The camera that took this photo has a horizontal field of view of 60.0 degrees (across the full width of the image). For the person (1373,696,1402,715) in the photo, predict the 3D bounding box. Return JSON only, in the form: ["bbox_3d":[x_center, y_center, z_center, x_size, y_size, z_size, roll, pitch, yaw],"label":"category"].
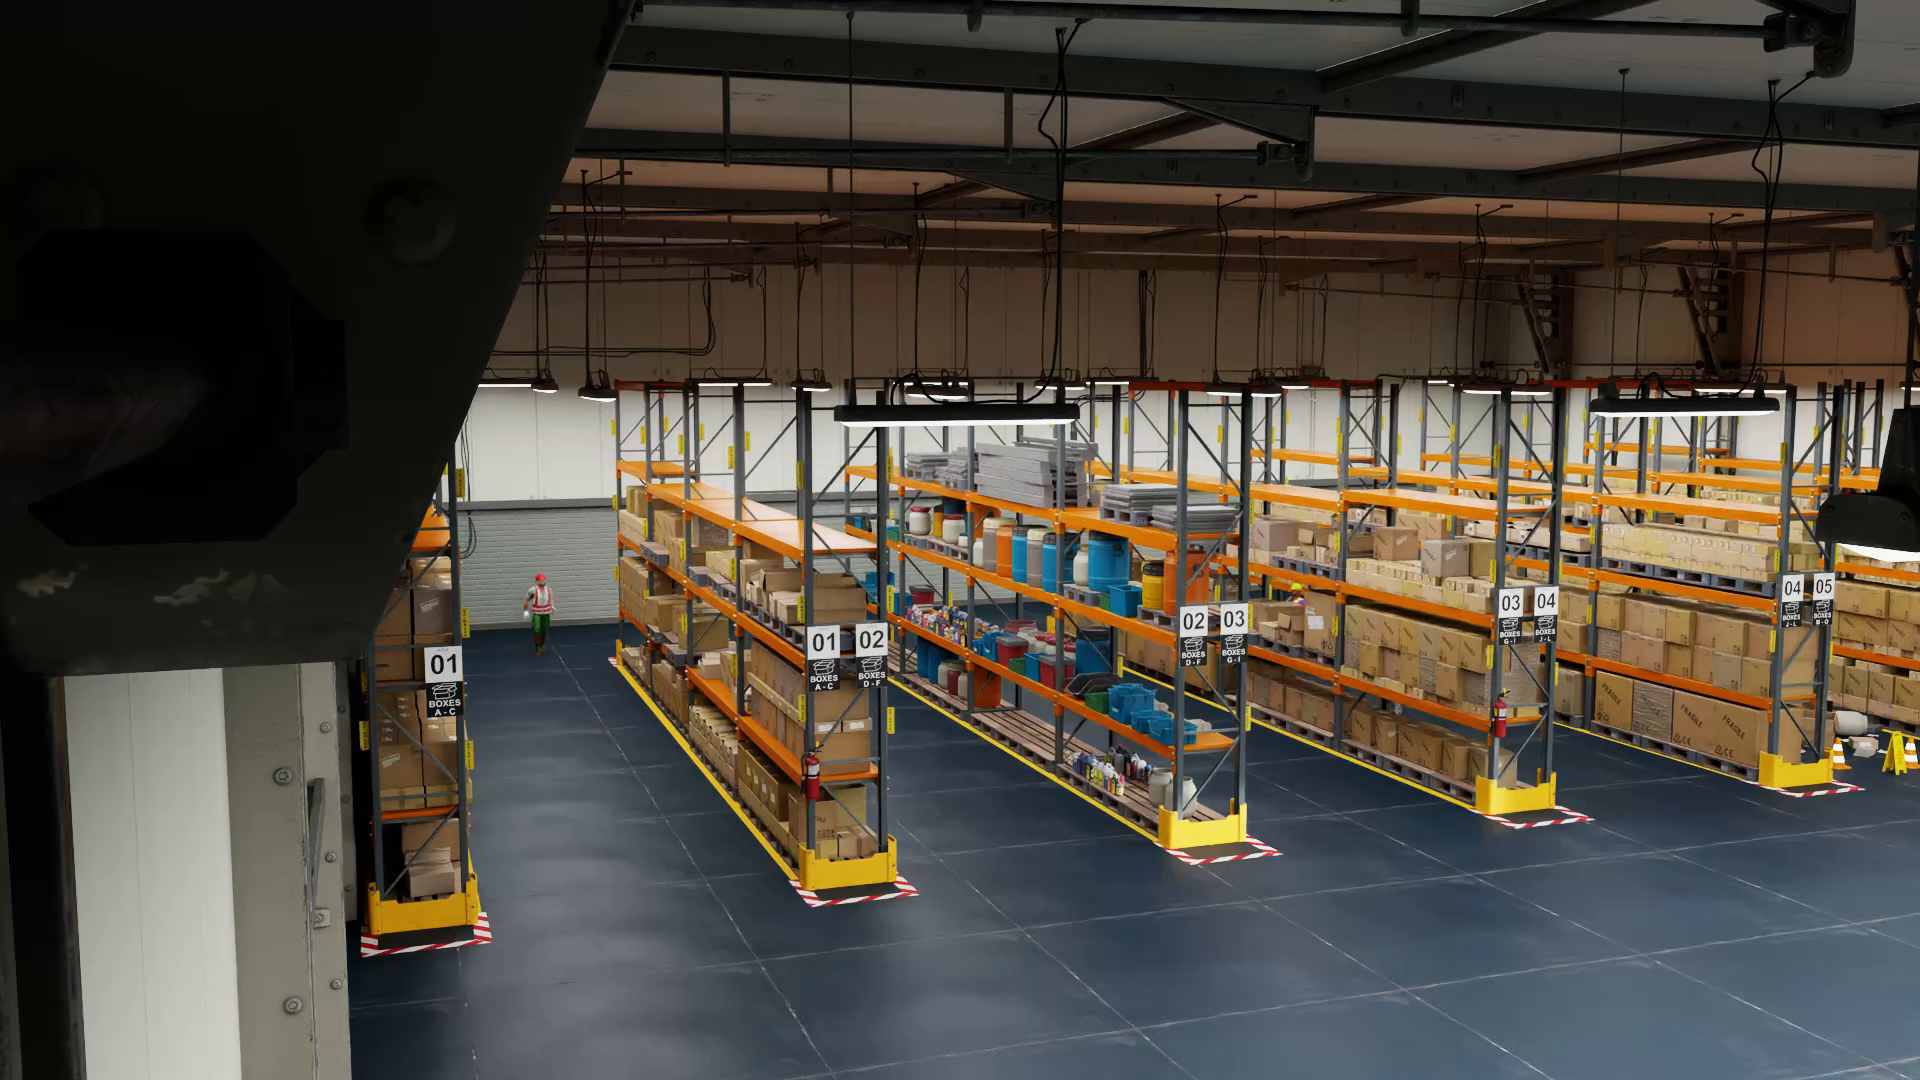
[{"bbox_3d":[7.663,2.295,29.828,0.468,1.766,0.592,-5,8,-39],"label":"person"}]

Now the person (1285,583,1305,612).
[{"bbox_3d":[6.920,1.801,34.625,0.578,1.787,0.643,2,6,21],"label":"person"}]

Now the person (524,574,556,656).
[{"bbox_3d":[-9.207,1.657,36.444,0.676,1.847,0.762,-2,6,-19],"label":"person"}]
